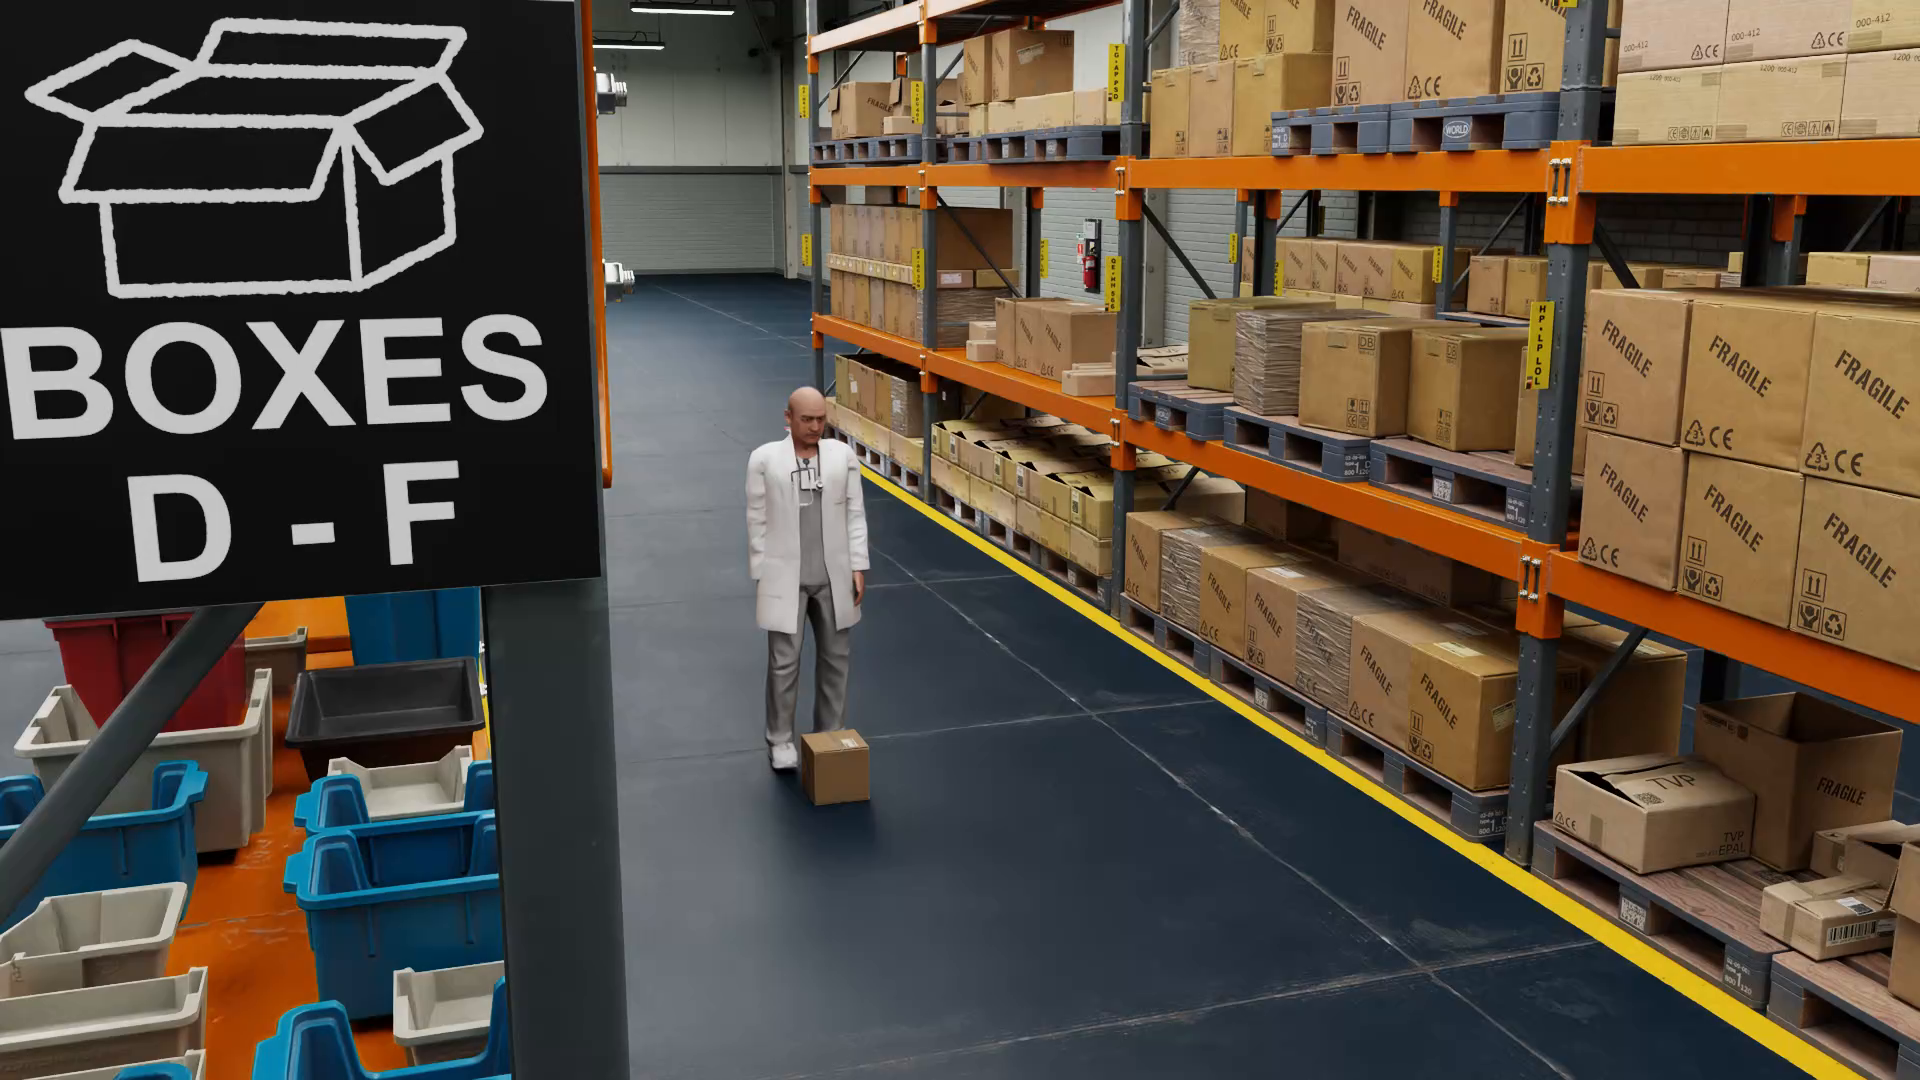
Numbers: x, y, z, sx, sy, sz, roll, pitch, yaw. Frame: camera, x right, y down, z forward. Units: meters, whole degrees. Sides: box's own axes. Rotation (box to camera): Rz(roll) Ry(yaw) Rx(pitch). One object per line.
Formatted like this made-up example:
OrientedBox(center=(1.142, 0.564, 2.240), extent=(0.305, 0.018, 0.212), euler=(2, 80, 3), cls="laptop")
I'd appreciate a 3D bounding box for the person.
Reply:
OrientedBox(center=(-0.691, 0.175, 7.706), extent=(0.562, 1.774, 0.391), euler=(-4, 13, -17), cls="person")
